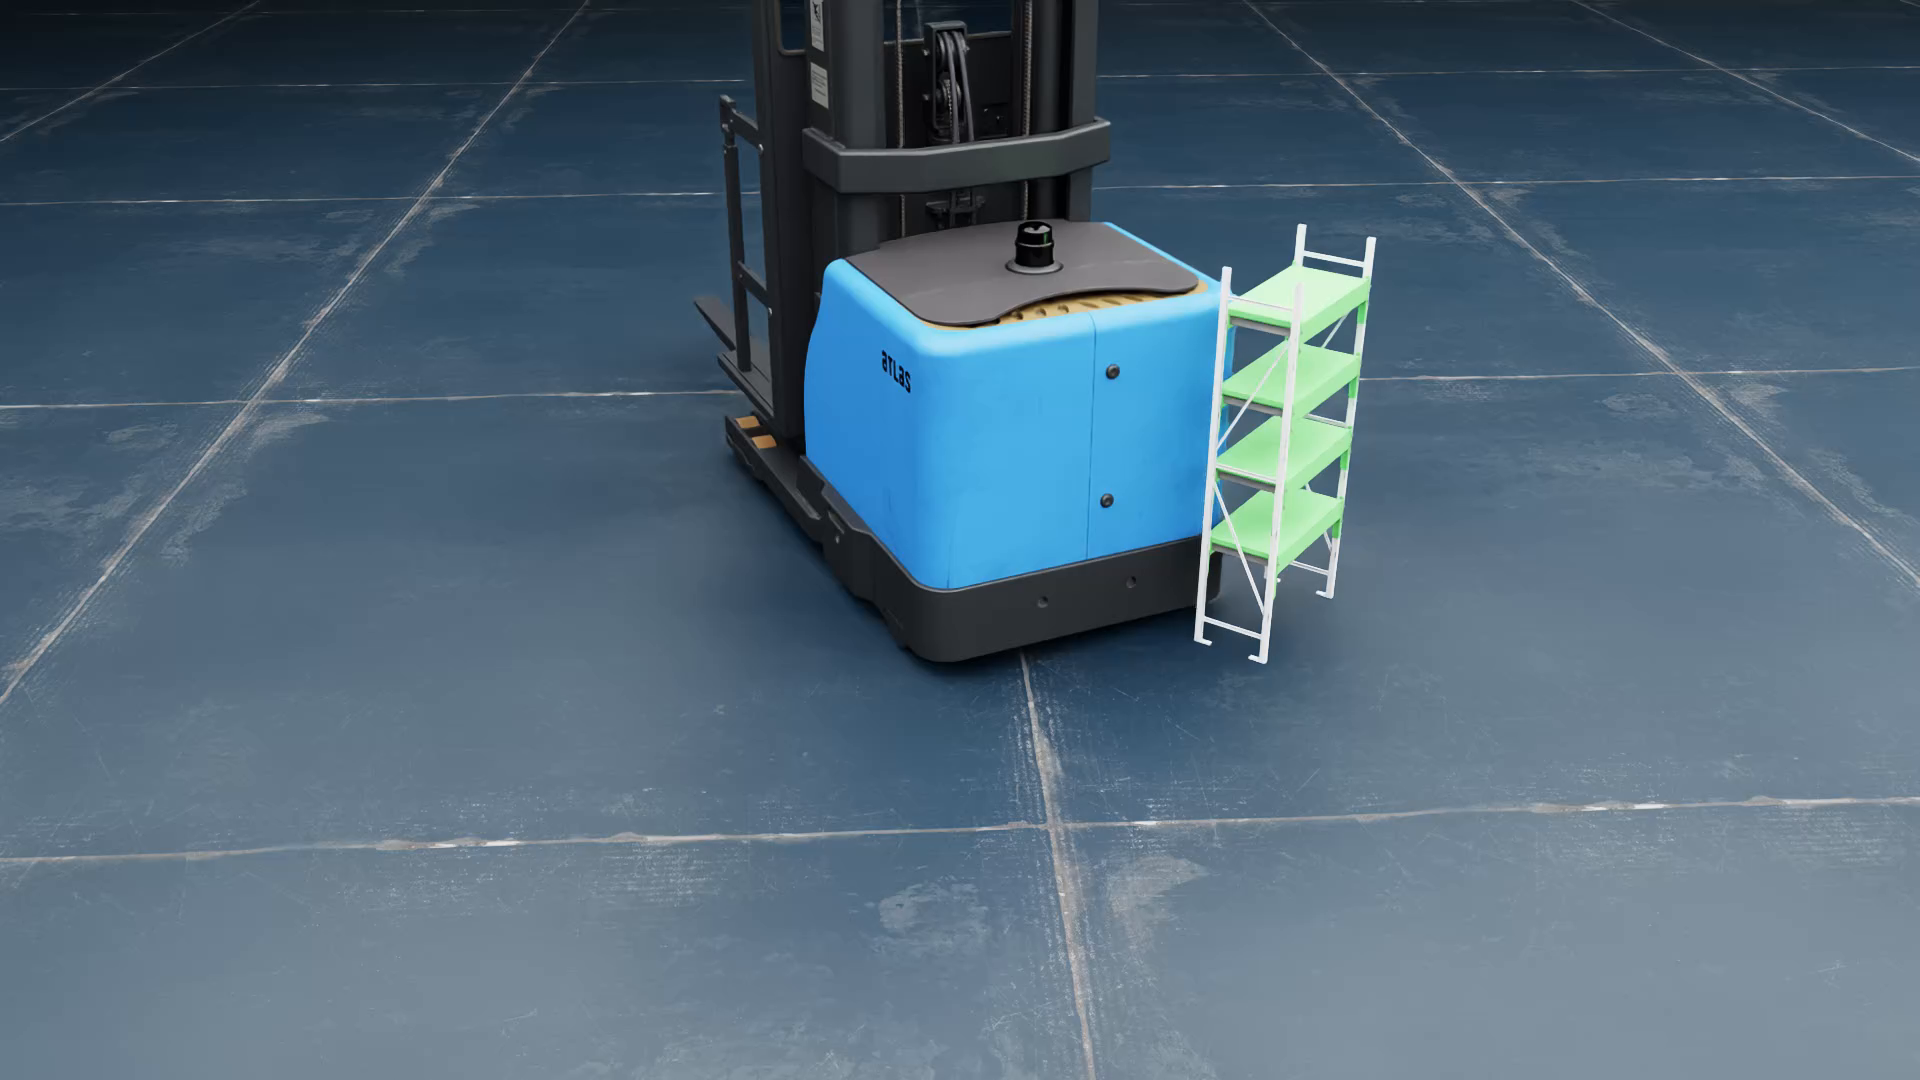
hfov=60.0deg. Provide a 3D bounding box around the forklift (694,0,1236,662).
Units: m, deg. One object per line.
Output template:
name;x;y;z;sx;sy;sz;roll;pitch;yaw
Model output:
forklift;-0.240;-1.596;5.641;1.130;2.935;3.031;-12;30;-21

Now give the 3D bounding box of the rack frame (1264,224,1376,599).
rack frame;1.108;-0.376;5.173;0.240;1.200;0.015;18;32;31

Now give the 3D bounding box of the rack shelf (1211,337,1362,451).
rack shelf;0.968;-0.440;4.915;0.258;0.148;0.480;18;32;31

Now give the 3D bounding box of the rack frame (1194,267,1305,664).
rack frame;0.828;-0.191;4.819;0.240;1.200;0.015;18;32;31

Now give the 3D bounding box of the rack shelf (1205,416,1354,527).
rack shelf;0.968;-0.227;5.026;0.258;0.148;0.480;18;32;31

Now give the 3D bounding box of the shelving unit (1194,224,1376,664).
shelving unit;0.968;-0.284;4.996;0.258;1.200;0.503;18;32;31

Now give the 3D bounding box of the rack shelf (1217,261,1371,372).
rack shelf;0.968;-0.653;4.804;0.258;0.148;0.480;18;32;31

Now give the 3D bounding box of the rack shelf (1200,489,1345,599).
rack shelf;0.968;-0.014;5.137;0.258;0.148;0.480;18;32;31
